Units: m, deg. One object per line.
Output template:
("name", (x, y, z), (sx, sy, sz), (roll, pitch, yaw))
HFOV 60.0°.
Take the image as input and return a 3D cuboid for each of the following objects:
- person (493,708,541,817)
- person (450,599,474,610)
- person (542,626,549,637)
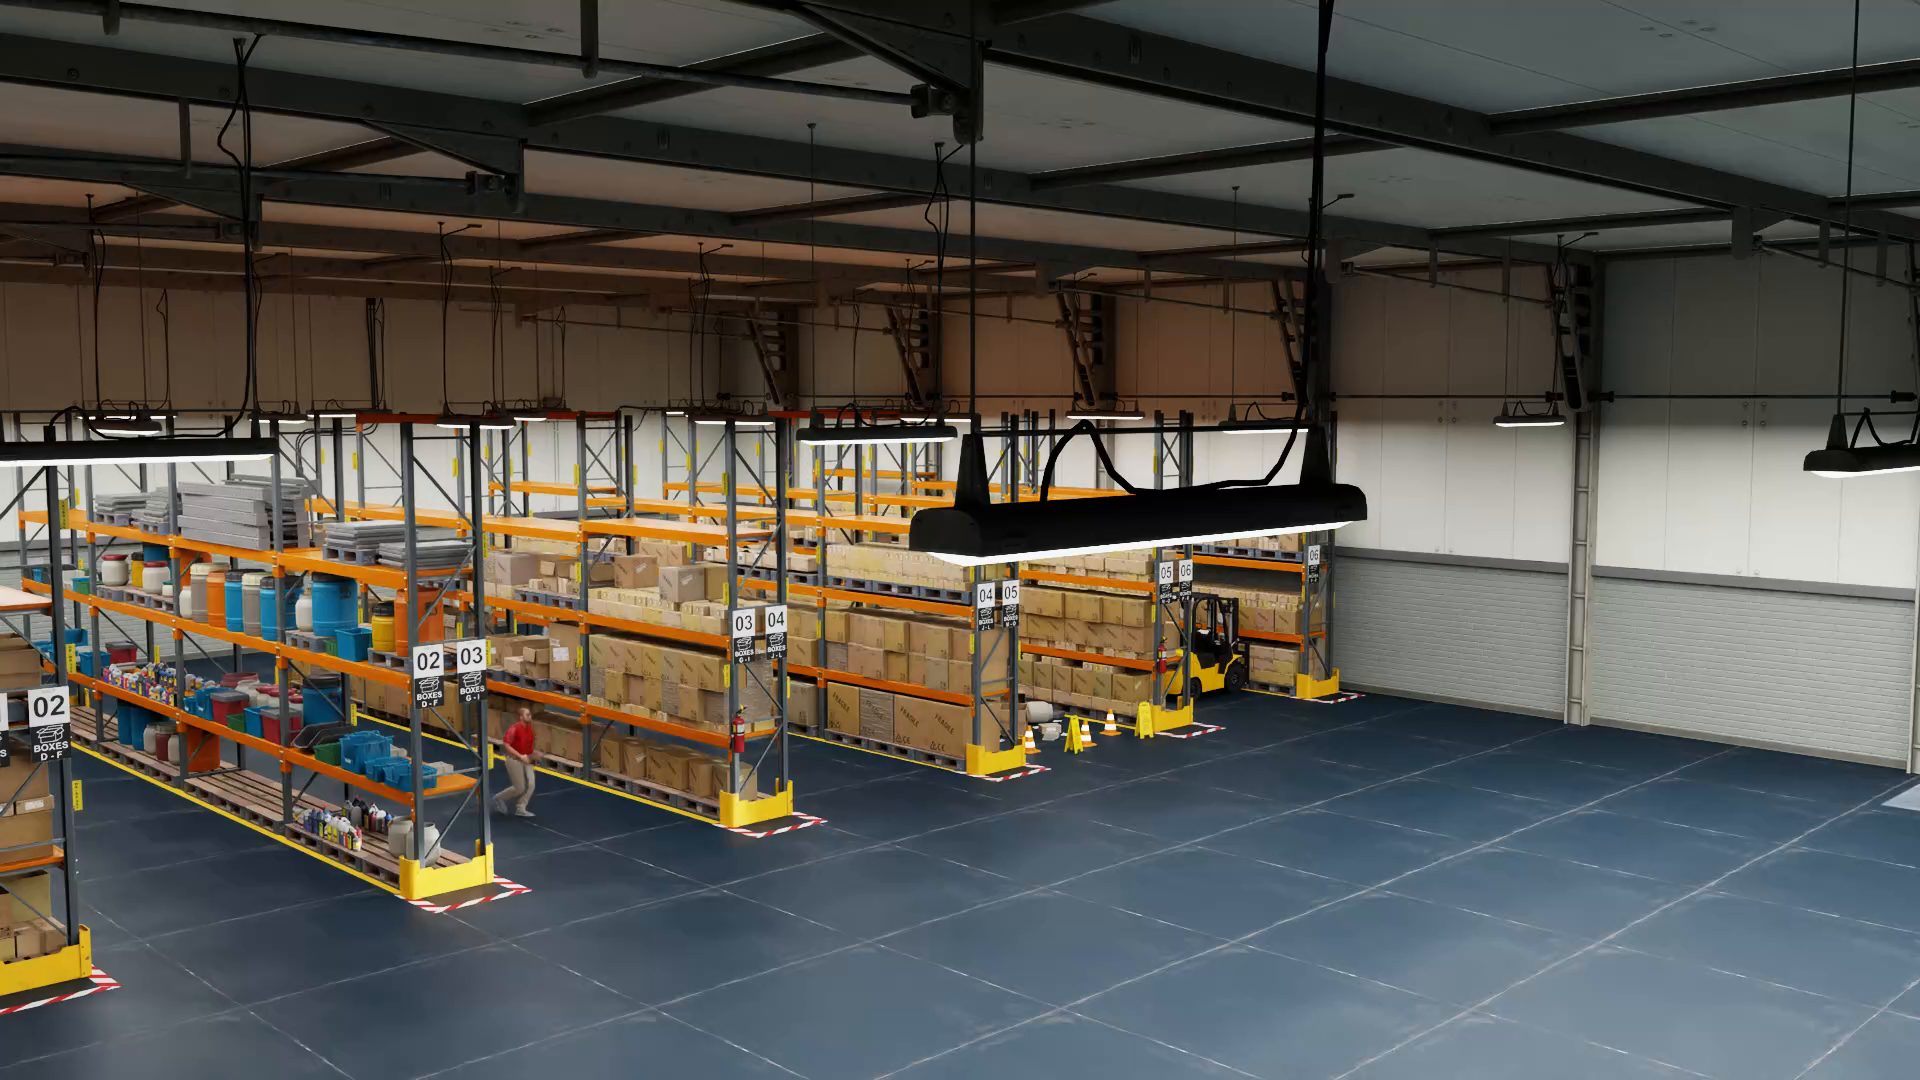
("person", (-6.678, 3.339, 25.011), (0.698, 1.673, 0.662), (2, 5, 20))
("person", (-12.444, 1.958, 41.706), (0.653, 1.630, 0.988), (-1, 5, -9))
("person", (-10.356, 1.735, 42.386), (0.717, 1.777, 1.048), (3, 6, 29))
